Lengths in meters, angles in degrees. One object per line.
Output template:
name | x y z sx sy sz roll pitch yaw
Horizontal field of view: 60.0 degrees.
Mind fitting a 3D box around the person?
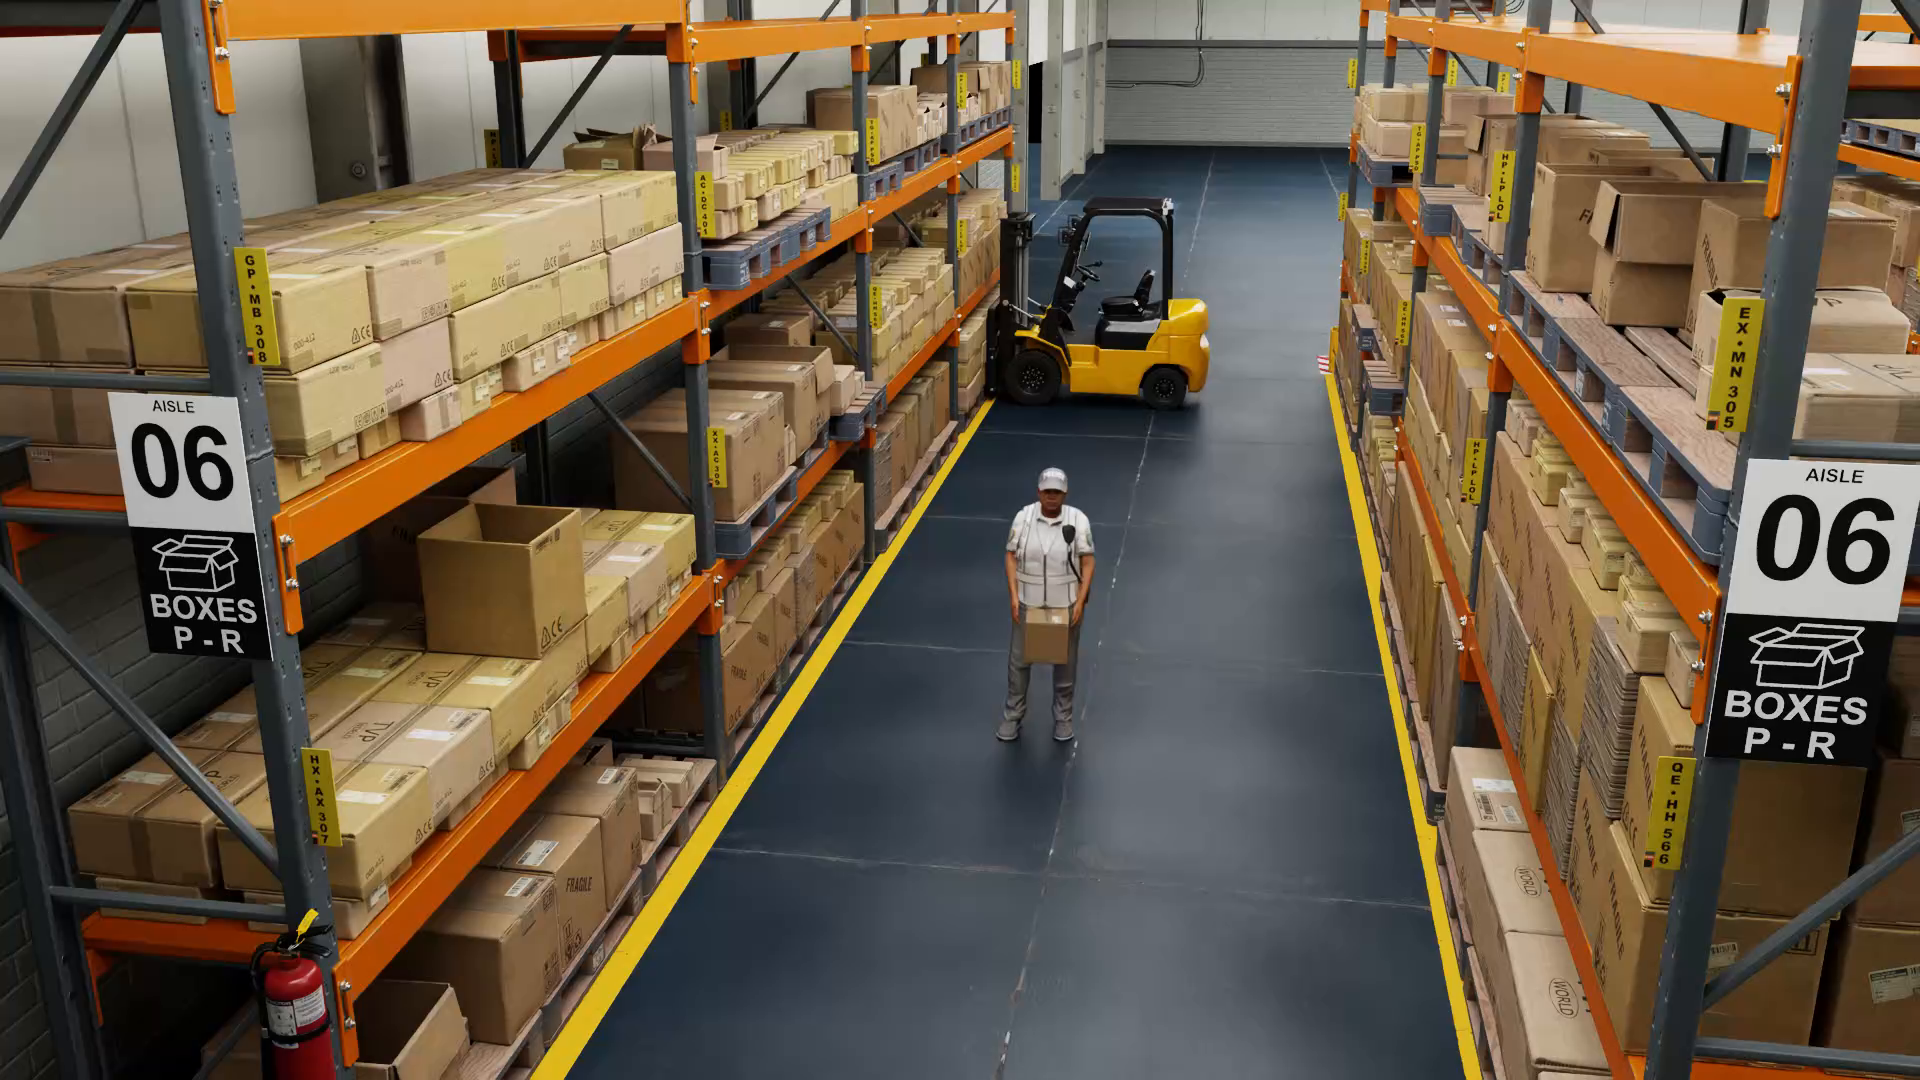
person | 0.518 0.379 9.874 0.562 1.667 0.423 3 18 9
